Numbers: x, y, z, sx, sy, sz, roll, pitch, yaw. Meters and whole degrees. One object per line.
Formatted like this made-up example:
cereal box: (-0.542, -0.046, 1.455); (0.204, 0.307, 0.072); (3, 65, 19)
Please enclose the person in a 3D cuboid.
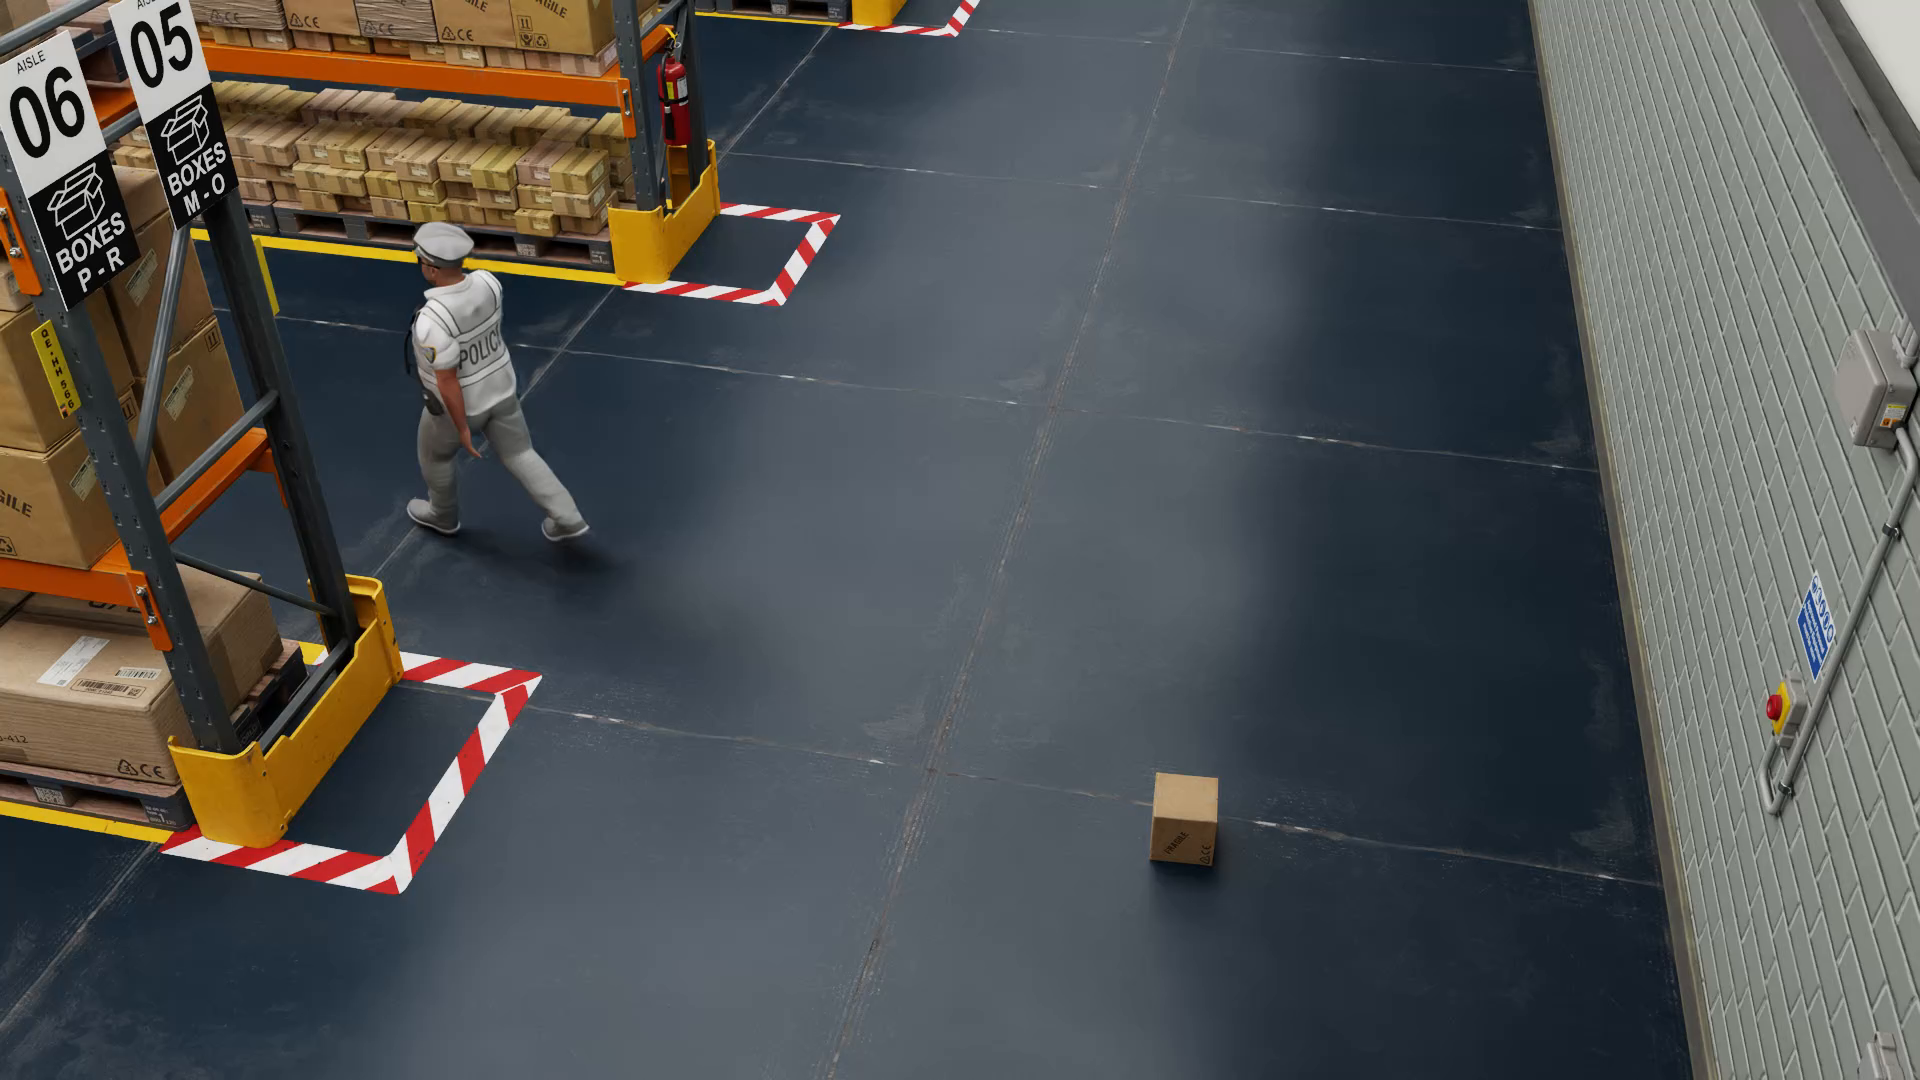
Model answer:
person: (-2.330, -0.716, 7.914); (1.049, 1.719, 0.530); (21, 41, 26)
